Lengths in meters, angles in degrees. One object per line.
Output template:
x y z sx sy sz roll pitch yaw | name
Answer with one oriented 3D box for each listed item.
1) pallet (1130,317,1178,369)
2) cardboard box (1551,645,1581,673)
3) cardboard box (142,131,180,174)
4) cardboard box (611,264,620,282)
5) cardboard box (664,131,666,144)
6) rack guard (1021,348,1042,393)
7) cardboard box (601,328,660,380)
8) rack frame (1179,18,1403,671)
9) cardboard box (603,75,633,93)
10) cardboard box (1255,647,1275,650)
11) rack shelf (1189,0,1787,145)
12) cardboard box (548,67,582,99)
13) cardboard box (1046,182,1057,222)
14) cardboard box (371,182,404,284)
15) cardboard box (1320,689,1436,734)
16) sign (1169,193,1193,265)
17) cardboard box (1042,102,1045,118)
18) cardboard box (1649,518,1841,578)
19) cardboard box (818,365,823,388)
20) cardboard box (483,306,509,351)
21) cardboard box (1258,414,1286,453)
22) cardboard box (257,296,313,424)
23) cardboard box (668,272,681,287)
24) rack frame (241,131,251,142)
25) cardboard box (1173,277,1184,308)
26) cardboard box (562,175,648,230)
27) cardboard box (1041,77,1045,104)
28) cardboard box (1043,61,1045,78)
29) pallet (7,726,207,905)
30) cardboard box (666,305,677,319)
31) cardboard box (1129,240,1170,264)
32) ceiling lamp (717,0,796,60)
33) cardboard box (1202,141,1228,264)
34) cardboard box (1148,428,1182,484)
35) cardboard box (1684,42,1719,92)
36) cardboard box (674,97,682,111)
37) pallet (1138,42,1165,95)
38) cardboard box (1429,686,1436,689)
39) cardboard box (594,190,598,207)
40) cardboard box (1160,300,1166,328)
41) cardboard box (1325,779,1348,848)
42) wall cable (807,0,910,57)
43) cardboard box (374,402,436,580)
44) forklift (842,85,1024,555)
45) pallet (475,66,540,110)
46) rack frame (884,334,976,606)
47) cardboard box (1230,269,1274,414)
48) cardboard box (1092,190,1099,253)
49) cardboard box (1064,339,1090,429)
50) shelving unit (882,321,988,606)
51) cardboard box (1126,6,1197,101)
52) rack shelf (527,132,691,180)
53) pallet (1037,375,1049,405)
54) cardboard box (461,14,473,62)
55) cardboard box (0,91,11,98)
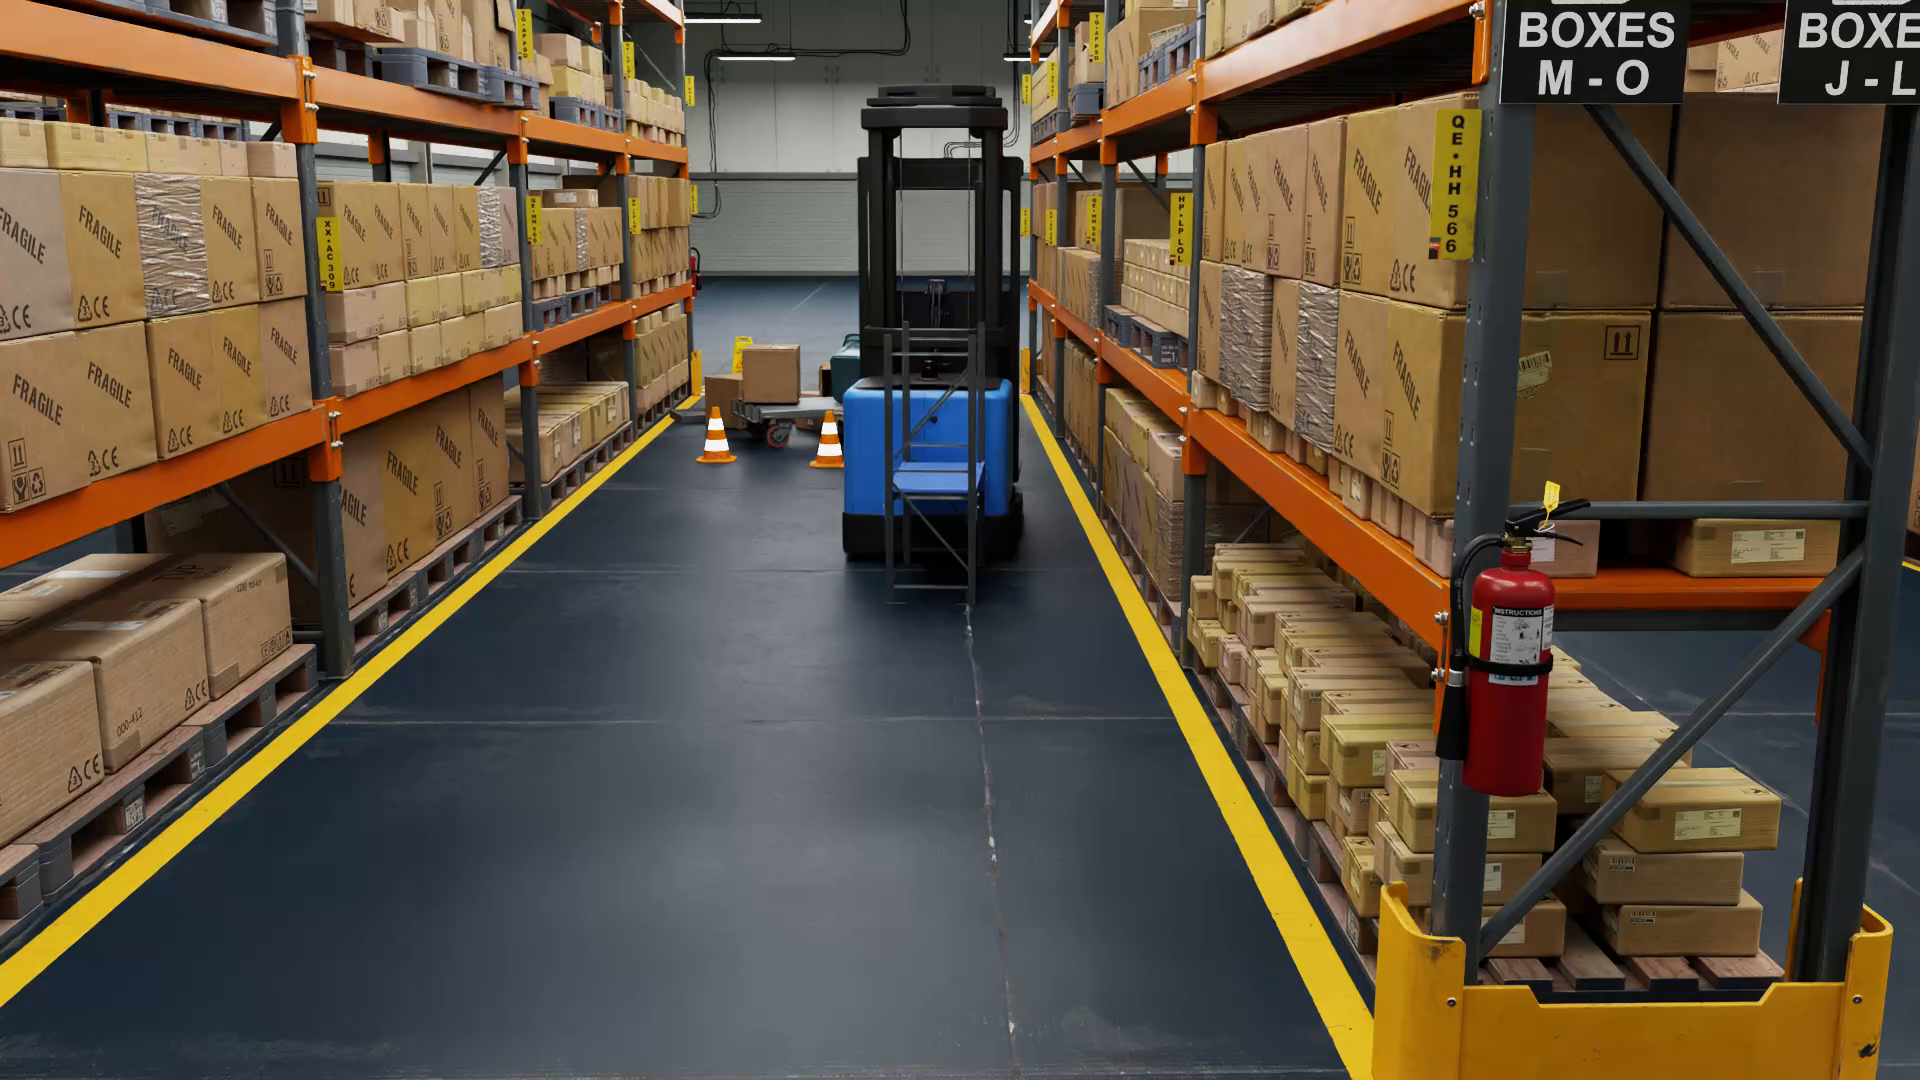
1.566 -1.164 9.737 1.003 0.211 1.213 0 11 -1 | pallet
1.932 0.471 5.810 0.380 0.149 0.250 0 11 0 | cardboard box
-3.099 -1.411 6.071 0.380 0.149 0.250 0 11 -2 | cardboard box
-3.259 -2.388 14.861 0.380 0.149 0.250 0 11 0 | cardboard box
-3.340 -4.276 17.682 0.380 0.149 0.250 0 11 -2 | cardboard box
1.318 -2.022 19.767 1.175 0.500 0.348 0 11 -1 | rack guard
-3.310 -1.857 16.641 0.500 0.500 0.500 0 11 1 | cardboard box
1.567 -0.857 7.737 1.000 3.000 0.127 0 11 -1 | rack frame
-3.225 -4.208 15.339 0.380 0.149 0.250 0 11 -2 | cardboard box
1.375 0.469 6.569 0.380 0.149 0.250 0 11 1 | cardboard box
1.608 -1.577 5.551 1.077 0.370 4.000 0 11 -1 | rack shelf
-3.373 -3.691 13.487 0.500 0.250 0.500 0 11 0 | cardboard box
1.301 -3.232 16.352 0.875 0.550 0.550 0 11 -1 | cardboard box
-3.140 -1.545 8.363 0.500 0.500 0.500 0 11 -1 | cardboard box
1.363 0.581 5.268 0.380 0.149 0.250 -1 11 -3 | cardboard box
1.012 -1.421 7.607 0.100 0.325 0.005 0 11 -1 | sign
1.042 -4.423 17.097 0.380 0.149 0.250 0 11 -1 | cardboard box
1.971 -0.004 4.167 0.380 0.149 0.250 0 11 -2 | cardboard box
-1.060 -1.639 17.874 0.797 0.503 0.637 -10 15 -40 | cardboard box
-3.166 -1.337 10.482 0.500 0.250 0.500 0 11 0 | cardboard box
1.321 -0.414 6.189 0.380 0.149 0.250 0 11 1 | cardboard box
-3.115 -0.774 7.079 0.500 0.500 0.500 0 11 -1 | cardboard box
-3.271 -2.853 18.209 0.380 0.149 0.250 0 11 0 | cardboard box
-8.590 -3.180 19.192 1.000 3.000 0.127 0 11 -1 | rack frame
1.342 -1.319 8.846 0.380 0.149 0.250 -1 11 -3 | cardboard box
-3.338 -3.180 15.673 0.700 0.500 0.500 0 11 -2 | cardboard box
1.105 -4.641 17.169 0.500 0.250 0.500 0 11 -1 | cardboard box
1.044 -4.813 17.011 0.380 0.149 0.250 0 11 0 | cardboard box
-3.414 0.945 5.870 1.003 0.211 1.213 0 11 -1 | pallet
-3.274 -2.464 18.004 0.380 0.149 0.250 0 11 0 | cardboard box
1.308 -1.880 10.861 0.380 0.149 0.250 -1 11 -3 | cardboard box
-5.269 -14.054 43.019 2.000 3.185 0.800 0 11 -1 | ceiling lamp
1.333 -1.451 7.151 0.500 0.500 0.500 0 11 0 | cardboard box
1.302 -0.454 9.098 0.500 0.250 0.500 0 11 2 | cardboard box
6.294 -3.893 13.841 0.797 0.503 0.637 0 11 1 | cardboard box
-3.326 -4.873 18.618 0.380 0.149 0.250 0 11 -1 | cardboard box
1.636 -2.564 9.081 1.213 0.211 1.003 0 11 -1 | pallet
1.808 0.618 5.833 0.380 0.149 0.250 0 11 2 | cardboard box
-3.283 -2.897 14.108 0.380 0.149 0.250 -1 11 -3 | cardboard box
1.331 -1.276 9.382 0.380 0.149 0.250 0 11 1 | cardboard box
1.386 0.873 5.323 0.380 0.149 0.250 0 11 -1 | cardboard box
-3.037 -15.739 49.675 3.097 2.526 0.112 0 11 -1 | wall cable
-3.499 -0.283 9.198 0.875 0.875 0.875 0 11 0 | cardboard box
-0.123 -1.583 11.491 1.130 2.935 3.031 1 11 3 | forklift
-3.396 -2.861 10.548 1.213 0.211 1.003 0 11 1 | pallet
-0.162 -0.372 9.120 0.500 1.500 0.032 1 11 3 | rack frame
1.317 -0.753 6.228 0.500 0.500 0.500 0 11 -2 | cardboard box
1.450 -2.584 13.486 0.700 0.500 0.500 0 11 -2 | cardboard box
1.504 -1.427 15.151 1.050 0.750 0.750 0 11 -1 | cardboard box
-0.130 -0.473 9.618 0.538 1.500 1.048 1 11 3 | shelving unit
1.263 -2.857 9.804 0.500 0.500 0.500 0 11 -1 | cardboard box
-3.587 -3.922 17.109 1.077 0.370 4.000 0 11 -1 | rack shelf
1.414 -1.717 18.990 1.003 0.211 1.213 0 11 -1 | pallet
-3.084 -2.949 9.788 0.396 0.266 0.258 -1 11 -3 | cardboard box
-8.181 -3.770 13.876 0.380 0.149 0.250 0 11 -1 | cardboard box
